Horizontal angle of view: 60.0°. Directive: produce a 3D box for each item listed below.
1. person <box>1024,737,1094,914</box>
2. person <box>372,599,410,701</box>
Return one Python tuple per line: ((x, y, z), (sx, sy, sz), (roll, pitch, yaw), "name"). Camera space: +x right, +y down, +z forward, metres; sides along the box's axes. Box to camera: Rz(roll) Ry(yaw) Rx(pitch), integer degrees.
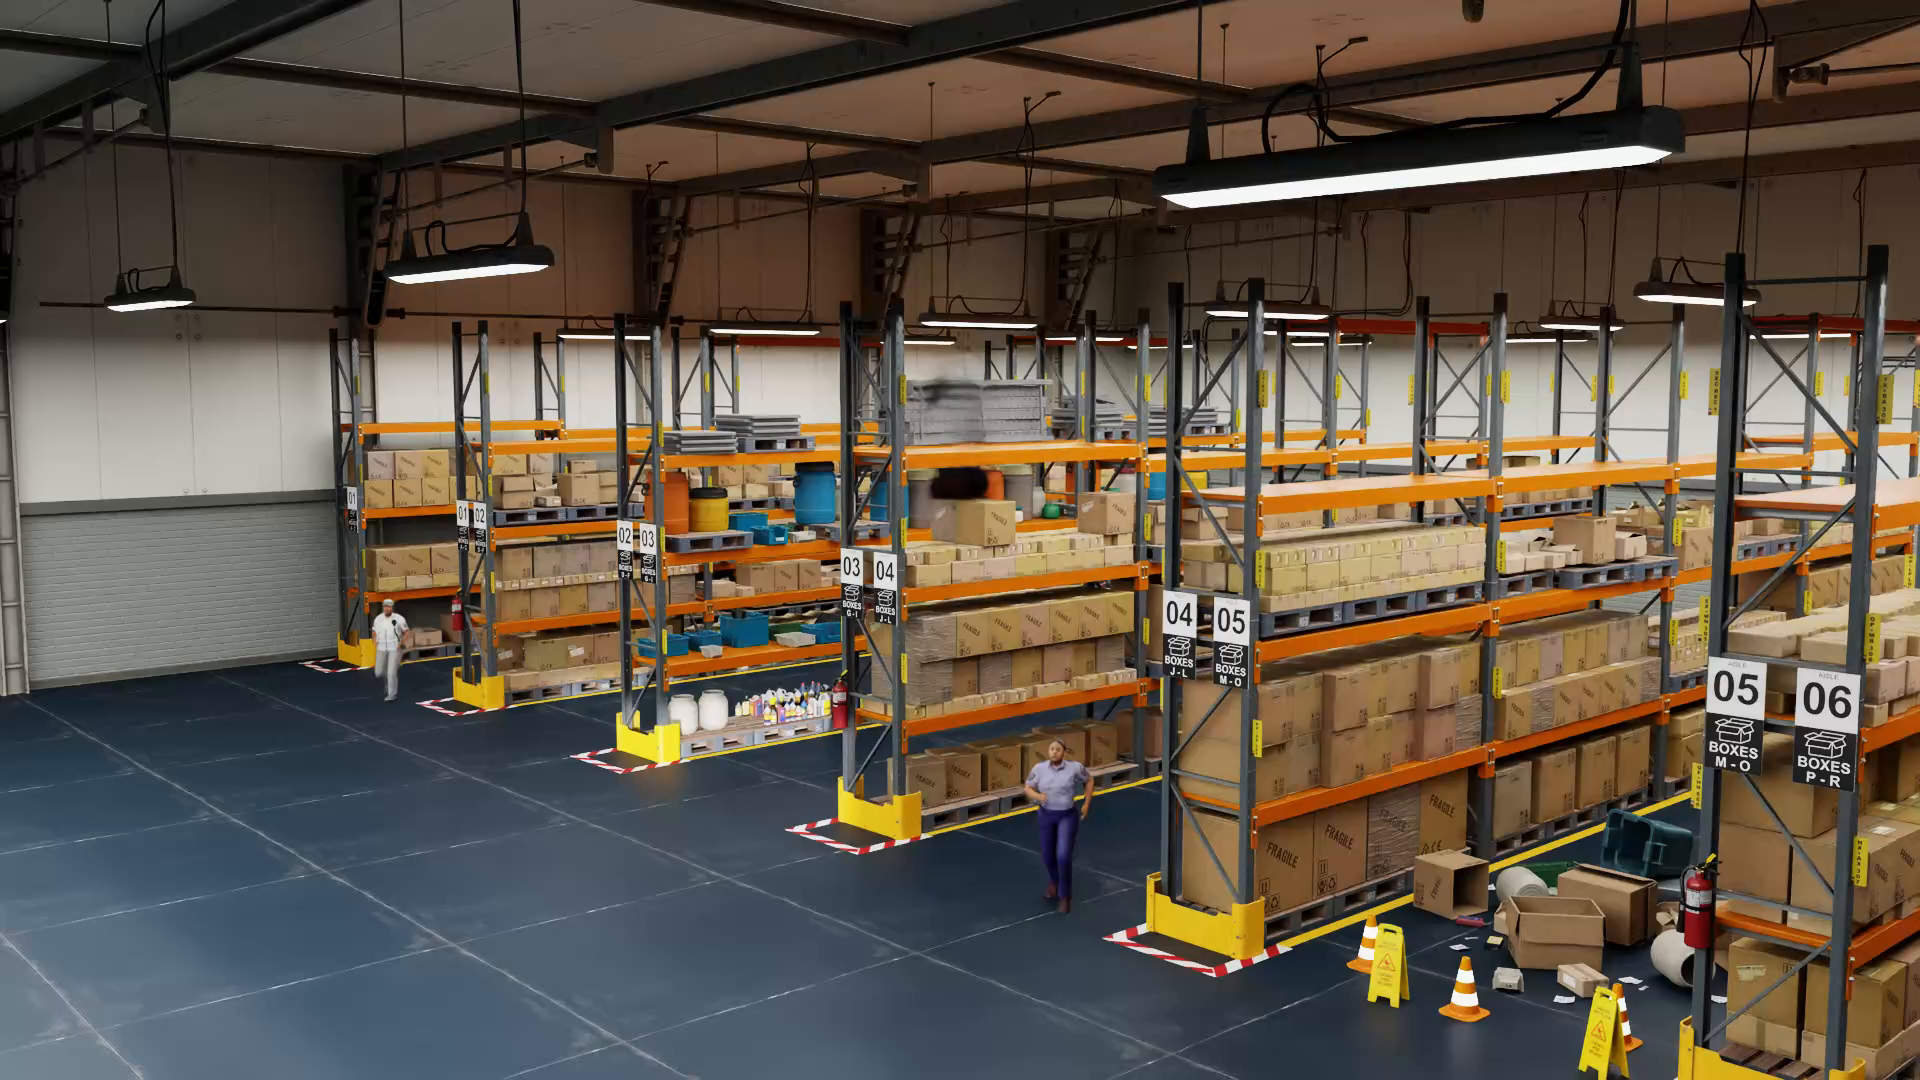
((0.949, 2.765, 16.199), (0.647, 1.723, 0.715), (2, 6, 15), "person")
((-9.085, 1.738, 26.545), (0.595, 1.622, 0.561), (0, 6, -1), "person")
